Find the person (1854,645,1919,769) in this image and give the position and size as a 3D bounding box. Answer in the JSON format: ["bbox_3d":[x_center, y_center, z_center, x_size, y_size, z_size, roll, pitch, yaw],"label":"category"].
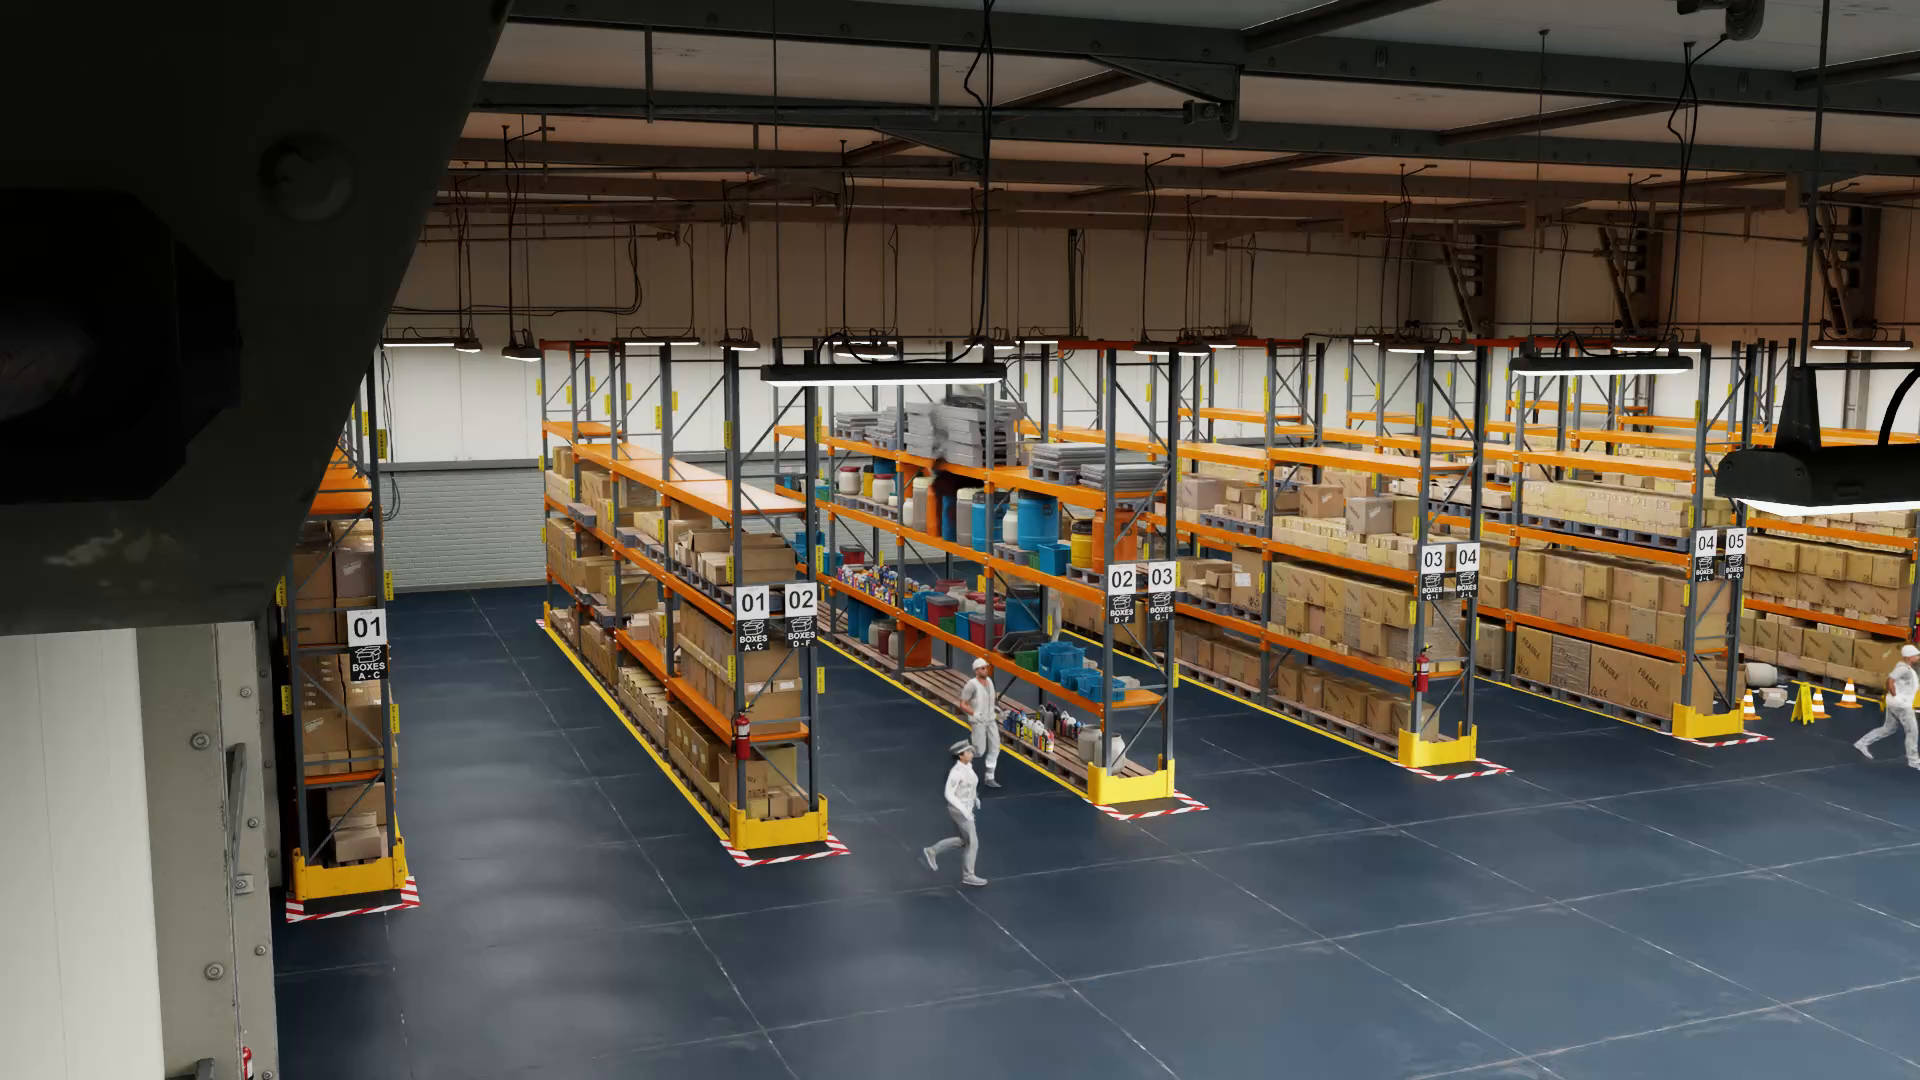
[{"bbox_3d":[13.373,2.368,23.742,0.995,1.788,0.642,3,8,21],"label":"person"}]

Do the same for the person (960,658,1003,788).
[{"bbox_3d":[0.279,2.492,22.908,0.665,1.761,0.823,-7,10,-42],"label":"person"}]

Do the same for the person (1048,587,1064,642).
[{"bbox_3d":[1.776,1.299,32.466,0.570,1.633,0.772,-4,8,-27],"label":"person"}]

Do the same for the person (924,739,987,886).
[{"bbox_3d":[-0.044,3.058,18.807,0.723,1.686,0.632,1,8,11],"label":"person"}]
